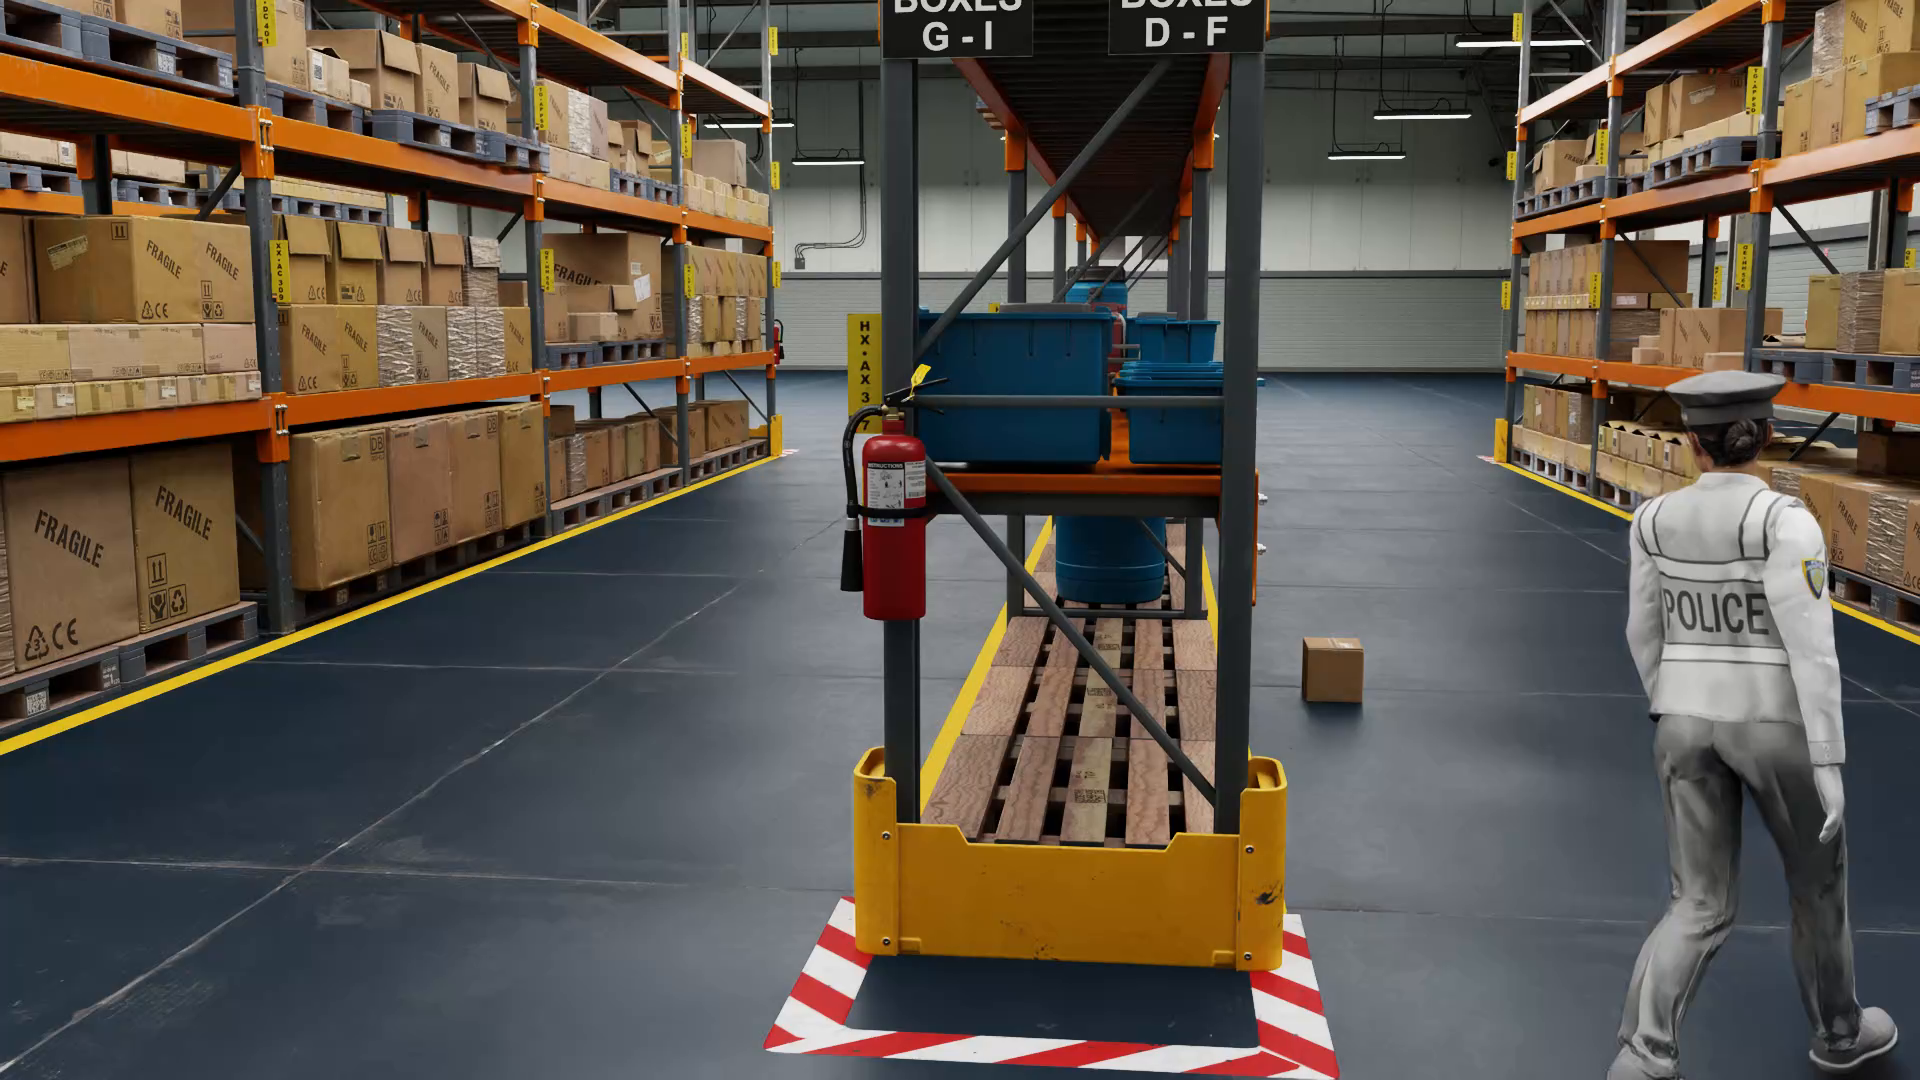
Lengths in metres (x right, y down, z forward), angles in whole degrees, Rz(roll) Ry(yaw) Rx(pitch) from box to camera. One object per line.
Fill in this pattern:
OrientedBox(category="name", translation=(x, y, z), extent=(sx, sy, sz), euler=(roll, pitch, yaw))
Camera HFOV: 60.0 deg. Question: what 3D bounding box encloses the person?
OrientedBox(category="person", translation=(1.729, 0.429, 3.679), extent=(0.968, 1.594, 0.554), euler=(-6, 10, -40))
